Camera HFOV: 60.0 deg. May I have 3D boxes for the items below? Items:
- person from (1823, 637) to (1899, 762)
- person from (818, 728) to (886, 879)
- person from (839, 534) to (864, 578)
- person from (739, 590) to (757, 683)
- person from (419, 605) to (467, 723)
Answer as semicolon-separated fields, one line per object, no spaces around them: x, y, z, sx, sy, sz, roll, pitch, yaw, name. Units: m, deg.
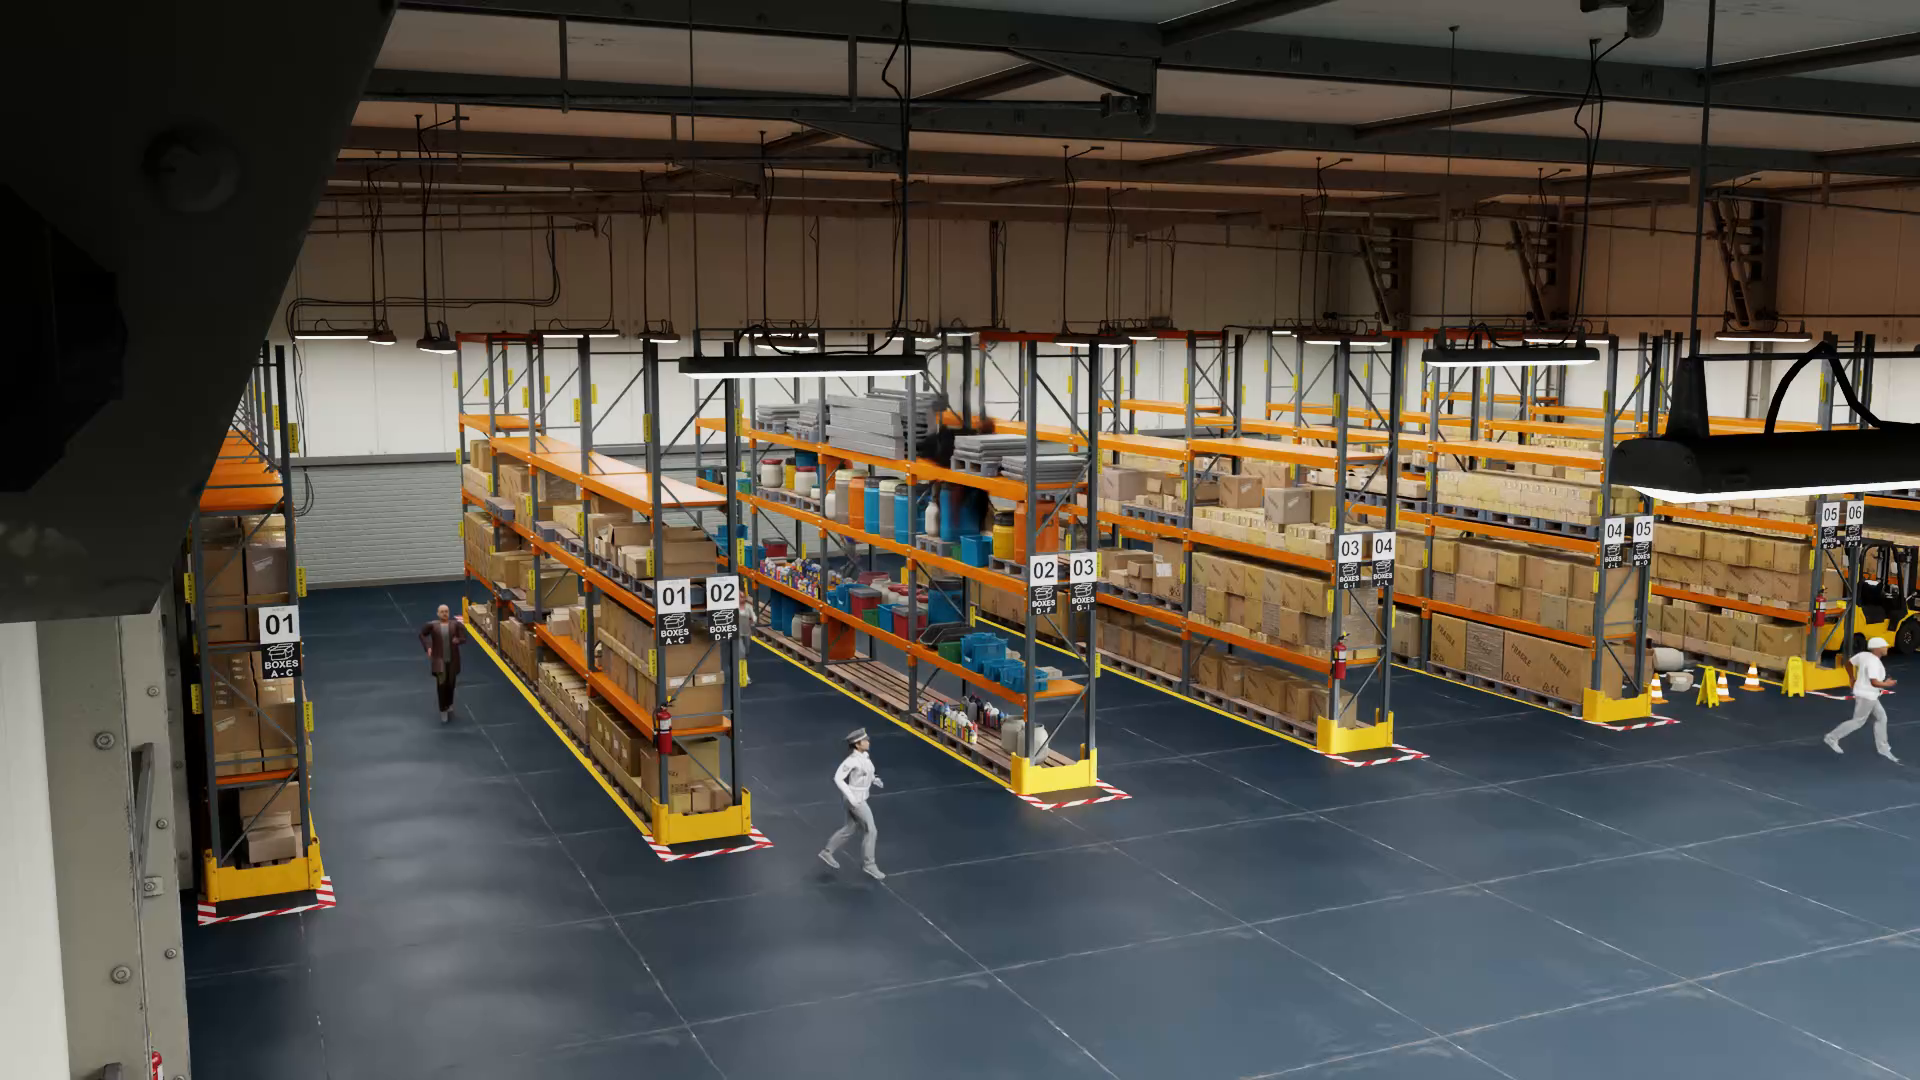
12.941;2.265;23.784;0.989;1.794;0.729;3;8;19;person
-1.224;2.966;18.841;0.792;1.744;0.603;1;8;6;person
-2.555;0.259;39.560;0.573;1.536;0.583;-3;8;-19;person
-3.803;1.642;28.872;0.536;1.583;0.856;-4;9;-28;person
-8.103;1.931;26.182;0.682;1.841;0.801;-4;9;-27;person
